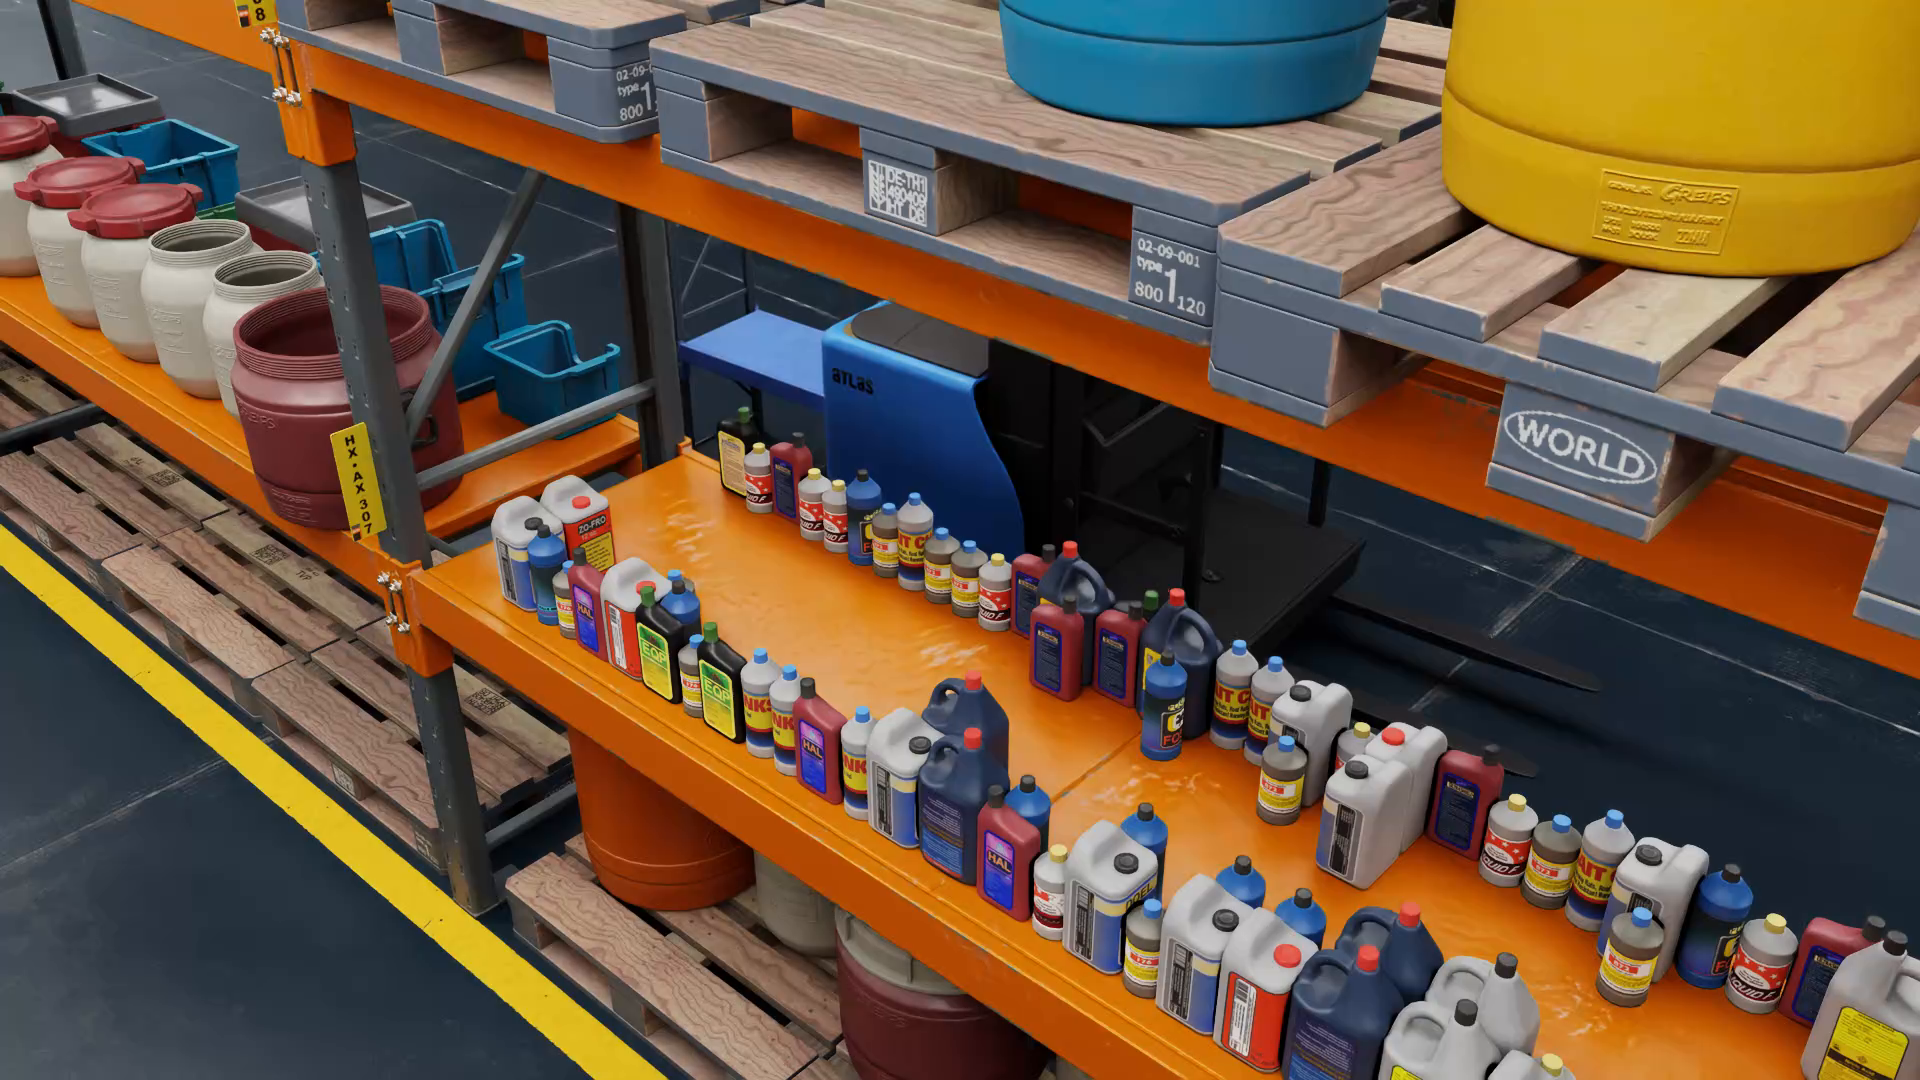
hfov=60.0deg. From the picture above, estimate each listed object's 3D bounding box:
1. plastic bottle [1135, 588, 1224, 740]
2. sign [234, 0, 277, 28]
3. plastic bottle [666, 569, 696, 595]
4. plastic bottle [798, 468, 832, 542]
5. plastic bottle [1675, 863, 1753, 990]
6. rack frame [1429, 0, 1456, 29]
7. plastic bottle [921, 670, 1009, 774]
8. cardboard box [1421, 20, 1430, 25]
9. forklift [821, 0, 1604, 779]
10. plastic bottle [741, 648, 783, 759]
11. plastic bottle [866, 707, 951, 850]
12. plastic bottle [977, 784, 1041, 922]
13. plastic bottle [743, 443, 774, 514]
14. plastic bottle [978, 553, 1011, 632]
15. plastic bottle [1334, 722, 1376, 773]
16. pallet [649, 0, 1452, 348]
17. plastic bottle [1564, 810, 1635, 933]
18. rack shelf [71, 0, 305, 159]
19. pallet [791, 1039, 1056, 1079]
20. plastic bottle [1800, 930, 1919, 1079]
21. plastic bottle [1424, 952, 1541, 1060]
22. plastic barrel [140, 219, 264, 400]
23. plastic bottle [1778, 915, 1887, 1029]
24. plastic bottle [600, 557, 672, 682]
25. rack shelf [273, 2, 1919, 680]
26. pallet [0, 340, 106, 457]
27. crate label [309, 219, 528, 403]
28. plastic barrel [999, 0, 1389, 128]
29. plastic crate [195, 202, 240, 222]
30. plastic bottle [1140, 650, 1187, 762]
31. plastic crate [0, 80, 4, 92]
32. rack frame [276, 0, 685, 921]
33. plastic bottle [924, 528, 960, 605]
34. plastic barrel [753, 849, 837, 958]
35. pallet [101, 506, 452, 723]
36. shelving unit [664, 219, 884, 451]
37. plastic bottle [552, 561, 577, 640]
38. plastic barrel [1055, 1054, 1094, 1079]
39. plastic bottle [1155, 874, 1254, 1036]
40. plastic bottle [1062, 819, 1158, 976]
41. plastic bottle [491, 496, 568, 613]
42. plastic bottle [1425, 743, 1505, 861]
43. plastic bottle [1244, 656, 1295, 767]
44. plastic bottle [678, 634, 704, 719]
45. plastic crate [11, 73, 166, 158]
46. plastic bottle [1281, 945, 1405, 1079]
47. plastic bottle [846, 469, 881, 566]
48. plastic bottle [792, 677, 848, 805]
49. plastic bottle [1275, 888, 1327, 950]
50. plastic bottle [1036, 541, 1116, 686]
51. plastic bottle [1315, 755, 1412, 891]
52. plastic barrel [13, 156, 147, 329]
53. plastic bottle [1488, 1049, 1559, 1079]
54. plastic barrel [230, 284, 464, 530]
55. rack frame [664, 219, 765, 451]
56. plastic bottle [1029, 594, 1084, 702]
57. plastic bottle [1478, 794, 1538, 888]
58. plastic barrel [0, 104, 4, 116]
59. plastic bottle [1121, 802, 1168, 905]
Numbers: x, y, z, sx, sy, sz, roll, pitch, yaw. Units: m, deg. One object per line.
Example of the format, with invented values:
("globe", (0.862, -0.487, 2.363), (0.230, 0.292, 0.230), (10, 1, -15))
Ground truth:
("plastic bottle", (0.521, 0.279, 3.925), (0.185, 0.351, 0.144), (25, 39, 35))
("sign", (-1.603, -1.323, 3.732), (0.005, 0.325, 0.100), (25, 39, 35))
("plastic bottle", (-0.722, 0.169, 4.253), (0.097, 0.201, 0.097), (0, 31, 0))
("plastic bottle", (-0.408, -0.107, 4.711), (0.097, 0.201, 0.097), (0, 31, 0))
("plastic bottle", (1.472, 0.741, 3.235), (0.097, 0.271, 0.097), (0, 31, 0))
("rack frame", (2.088, -2.188, 7.976), (0.127, 3.000, 1.000), (25, 39, 35))
("plastic bottle", (0.011, 0.431, 3.673), (0.185, 0.351, 0.144), (25, 39, 35))
("cardboard box", (3.768, -3.986, 12.959), (0.500, 0.500, 0.700), (26, 39, 36))
("forklift", (0.910, -0.891, 5.888), (3.031, 2.935, 1.130), (22, 37, 32))
("plastic bottle", (-0.454, 0.370, 3.852), (0.097, 0.271, 0.097), (0, 31, 0))
("plastic bottle", (-0.107, 0.511, 3.613), (0.135, 0.276, 0.152), (25, 39, 35))
("plastic bottle", (0.099, 0.636, 3.399), (0.133, 0.283, 0.061), (25, 39, 35))
("plastic bottle", (-0.579, -0.186, 4.844), (0.097, 0.201, 0.097), (0, 31, 0))
("plastic bottle", (0.097, 0.129, 4.320), (0.097, 0.201, 0.097), (0, 31, 0))
("plastic bottle", (0.885, 0.497, 3.708), (0.097, 0.201, 0.097), (0, 31, 0))
("pallet", (0.237, -0.740, 2.846), (1.213, 0.211, 1.003), (25, 39, 35))
("plastic bottle", (1.300, 0.661, 3.368), (0.097, 0.271, 0.097), (0, 31, 0))
("rack shelf", (-2.722, -1.964, 5.394), (4.000, 0.370, 1.077), (25, 39, 35))
("pallet", (0.274, 1.579, 4.423), (1.213, 0.211, 1.003), (25, 39, 35))
("plastic bottle", (1.653, 0.850, 2.977), (0.185, 0.351, 0.144), (25, 39, 35))
("plastic bottle", (0.922, 0.862, 2.958), (0.185, 0.351, 0.144), (25, 39, 35))
("plastic barrel", (-2.457, -0.763, 5.501), (0.421, 0.512, 0.421), (0, 31, 0))
("plastic bottle", (1.642, 0.803, 3.121), (0.133, 0.283, 0.061), (25, 39, 35))
("plastic bottle", (-0.792, 0.191, 4.144), (0.135, 0.276, 0.152), (25, 39, 35))
("rack shelf", (0.244, -0.580, 3.094), (4.000, 0.370, 1.077), (25, 39, 35))
("pallet", (-4.675, -0.733, 8.264), (1.213, 0.211, 1.003), (25, 39, 35))
("crate label", (-1.794, -0.758, 5.566), (0.616, 0.435, 0.502), (25, 39, 35))
("plastic barrel", (0.359, -1.123, 2.405), (0.708, 0.901, 0.600), (25, 39, 35))
("plastic crate", (-2.724, -1.094, 6.365), (0.662, 0.188, 0.450), (25, 39, 35))
("plastic bottle", (0.472, 0.375, 3.844), (0.097, 0.271, 0.097), (0, 31, 0))
("plastic crate", (-5.022, -2.167, 8.146), (0.662, 0.188, 0.450), (25, 39, 35))
("rack frame", (-1.239, -0.295, 4.832), (0.127, 3.000, 1.000), (25, 39, 35))
("plastic bottle", (-0.048, 0.062, 4.431), (0.097, 0.201, 0.097), (0, 31, 0))
("plastic barrel", (-0.386, 0.915, 4.827), (0.421, 0.512, 0.421), (0, 31, 0))
("pallet", (-2.688, 0.194, 6.723), (1.213, 0.211, 1.003), (25, 39, 35))
("shelving unit", (-0.719, -0.911, 7.309), (1.048, 1.500, 0.538), (22, 37, 32))
("plastic bottle", (-0.995, 0.147, 4.289), (0.097, 0.201, 0.097), (0, 31, 0))
("plastic barrel", (0.451, 1.306, 4.178), (0.421, 0.512, 0.421), (0, 31, 0))
("plastic bottle", (0.473, 0.782, 3.163), (0.135, 0.276, 0.152), (25, 39, 35))
("plastic bottle", (0.301, 0.702, 3.297), (0.135, 0.276, 0.152), (25, 39, 35))
("plastic bottle", (-1.135, 0.031, 4.410), (0.135, 0.276, 0.152), (25, 39, 35))
("plastic bottle", (1.083, 0.542, 3.555), (0.133, 0.283, 0.061), (25, 39, 35))
("plastic bottle", (0.713, 0.387, 3.824), (0.097, 0.271, 0.097), (0, 31, 0))
("plastic bottle", (-0.626, 0.320, 4.003), (0.097, 0.201, 0.097), (0, 31, 0))
("plastic crate", (-3.640, -1.657, 7.031), (0.583, 0.464, 0.402), (25, 39, 35))
("plastic bottle", (0.689, 0.853, 2.972), (0.185, 0.351, 0.144), (25, 39, 35))
("plastic bottle", (-0.264, -0.069, 4.581), (0.097, 0.271, 0.097), (0, 31, 0))
("plastic bottle", (-0.309, 0.445, 3.715), (0.133, 0.283, 0.061), (25, 39, 35))
("plastic bottle", (0.643, 0.776, 3.177), (0.097, 0.271, 0.097), (0, 31, 0))
("plastic bottle", (0.285, 0.169, 4.108), (0.185, 0.351, 0.144), (25, 39, 35))
("plastic bottle", (0.851, 0.574, 3.508), (0.135, 0.276, 0.152), (25, 39, 35))
("plastic barrel", (-3.099, -1.069, 5.986), (0.433, 0.535, 0.433), (0, 31, 0))
("plastic bottle", (0.947, 1.003, 2.796), (0.135, 0.276, 0.152), (25, 39, 35))
("plastic barrel", (-1.786, -0.398, 4.871), (0.708, 0.536, 0.600), (25, 39, 35))
("rack frame", (-1.121, -1.072, 7.577), (0.032, 1.500, 0.500), (22, 37, 32))
("plastic bottle", (0.235, 0.246, 4.046), (0.133, 0.283, 0.061), (25, 39, 35))
("plastic bottle", (1.156, 0.624, 3.498), (0.097, 0.201, 0.097), (0, 31, 0))
("plastic barrel", (-4.122, -1.645, 6.588), (0.708, 0.901, 0.600), (25, 39, 35))
("plastic bottle", (0.371, 0.649, 3.388), (0.097, 0.271, 0.097), (0, 31, 0))
